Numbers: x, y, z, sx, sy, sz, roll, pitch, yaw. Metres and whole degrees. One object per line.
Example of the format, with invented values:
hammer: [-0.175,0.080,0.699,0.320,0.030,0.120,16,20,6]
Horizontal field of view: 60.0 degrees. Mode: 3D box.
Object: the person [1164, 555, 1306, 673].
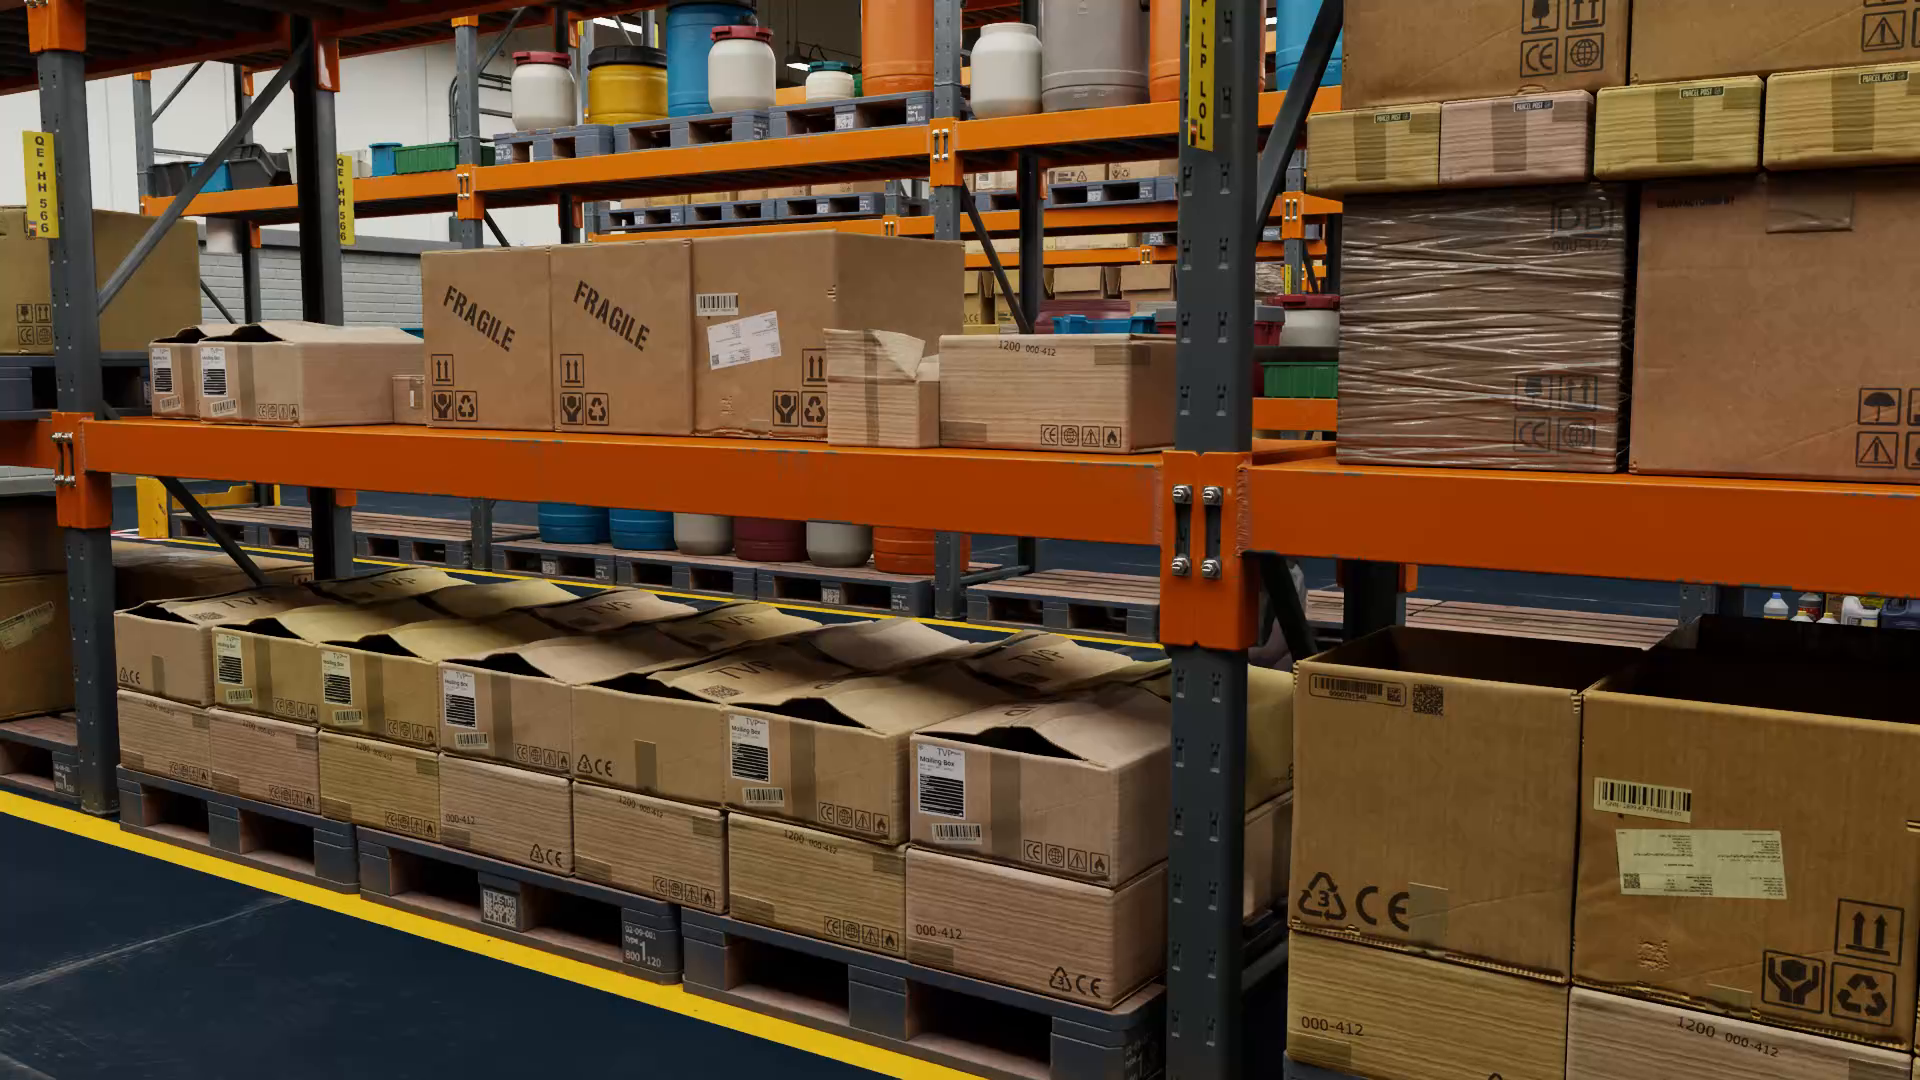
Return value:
person: [1.160,0.411,6.933,0.519,0.825,0.907,4,7,33]
